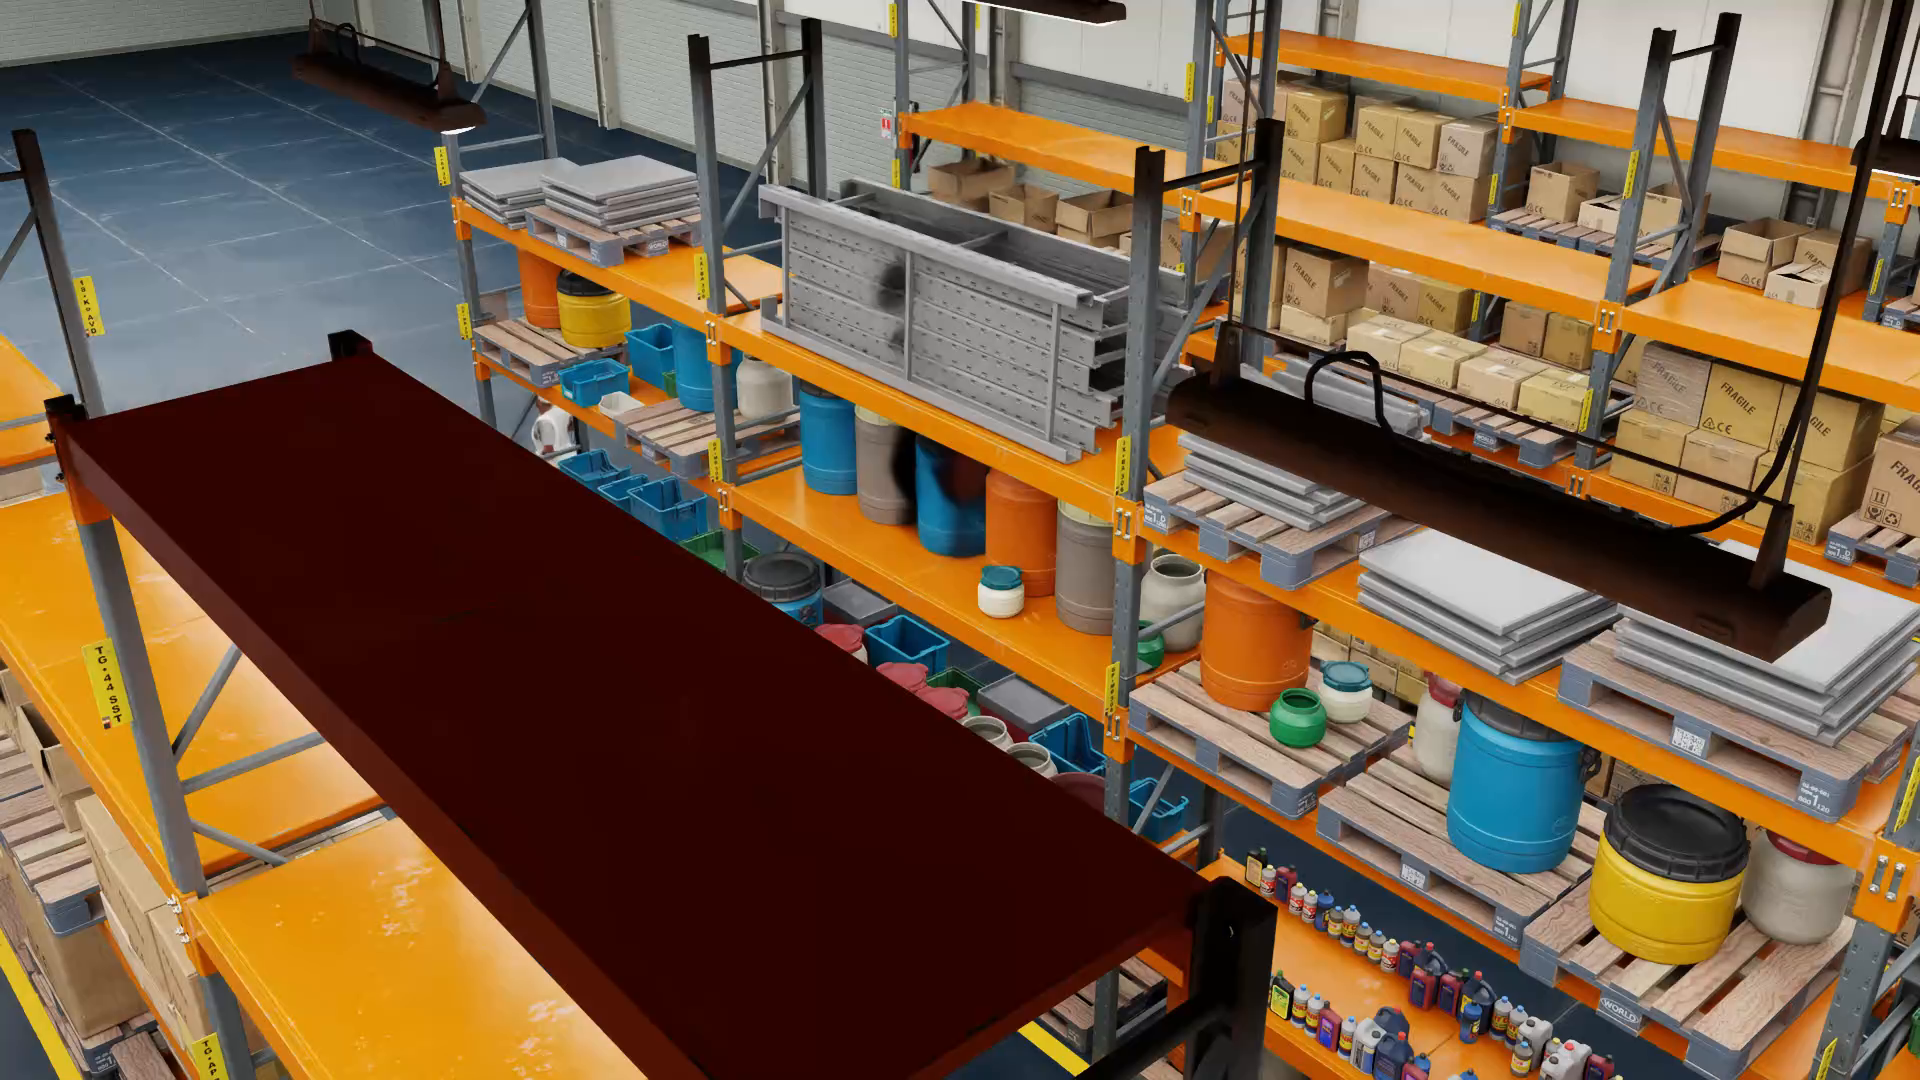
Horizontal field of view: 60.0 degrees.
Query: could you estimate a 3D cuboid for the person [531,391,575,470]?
[{"bbox_3d":[-4.154,-0.813,17.275,0.608,1.735,0.707,6,28,11],"label":"person"}]
